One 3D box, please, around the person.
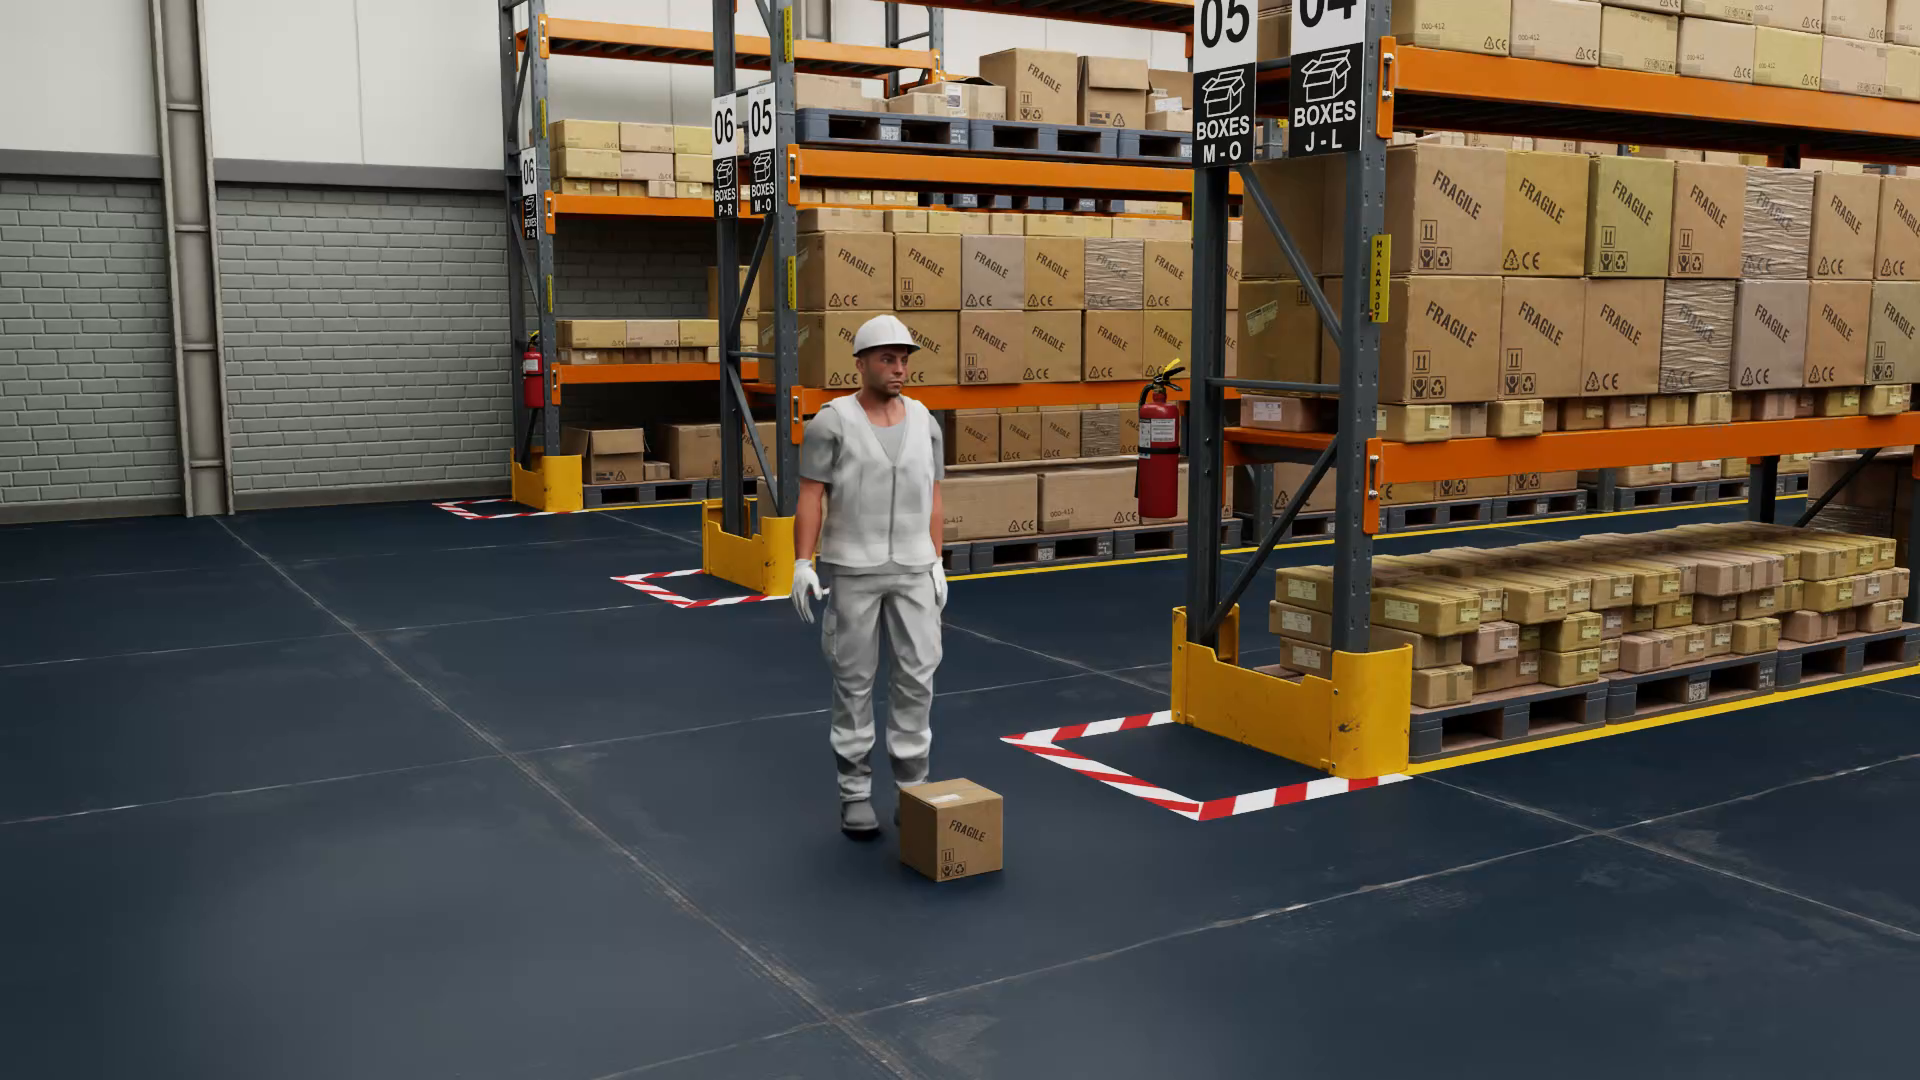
[{"bbox_3d":[-0.294,0.150,5.736,0.609,1.839,0.448,-3,9,-21],"label":"person"}]
